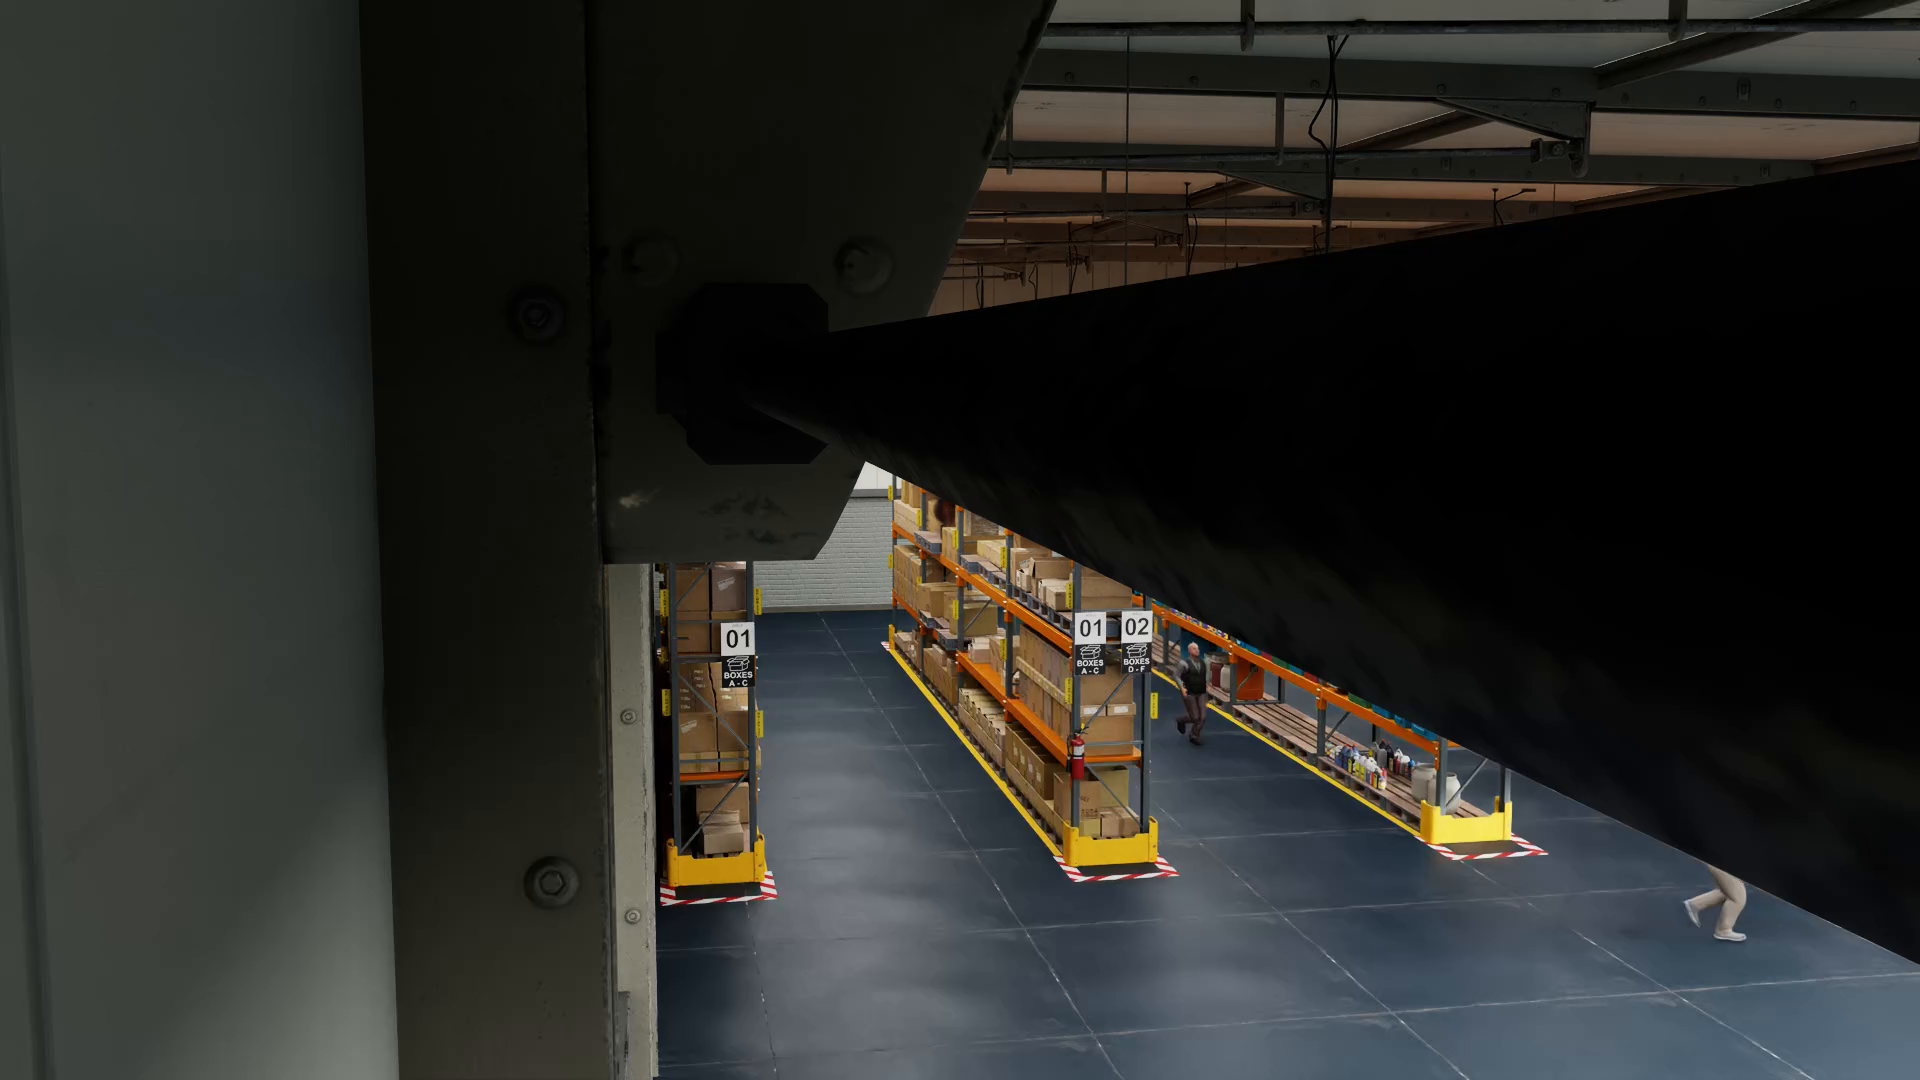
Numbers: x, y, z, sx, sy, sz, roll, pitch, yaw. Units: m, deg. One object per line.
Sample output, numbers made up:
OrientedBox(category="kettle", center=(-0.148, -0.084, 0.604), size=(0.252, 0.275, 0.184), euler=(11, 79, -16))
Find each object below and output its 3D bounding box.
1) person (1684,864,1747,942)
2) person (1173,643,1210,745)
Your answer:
OrientedBox(category="person", center=(8.309, 3.534, 18.147), size=(0.644, 1.682, 0.656), euler=(2, 6, 16))
OrientedBox(category="person", center=(3.850, 2.535, 27.486), size=(0.659, 1.679, 0.587), euler=(-3, 7, -24))
